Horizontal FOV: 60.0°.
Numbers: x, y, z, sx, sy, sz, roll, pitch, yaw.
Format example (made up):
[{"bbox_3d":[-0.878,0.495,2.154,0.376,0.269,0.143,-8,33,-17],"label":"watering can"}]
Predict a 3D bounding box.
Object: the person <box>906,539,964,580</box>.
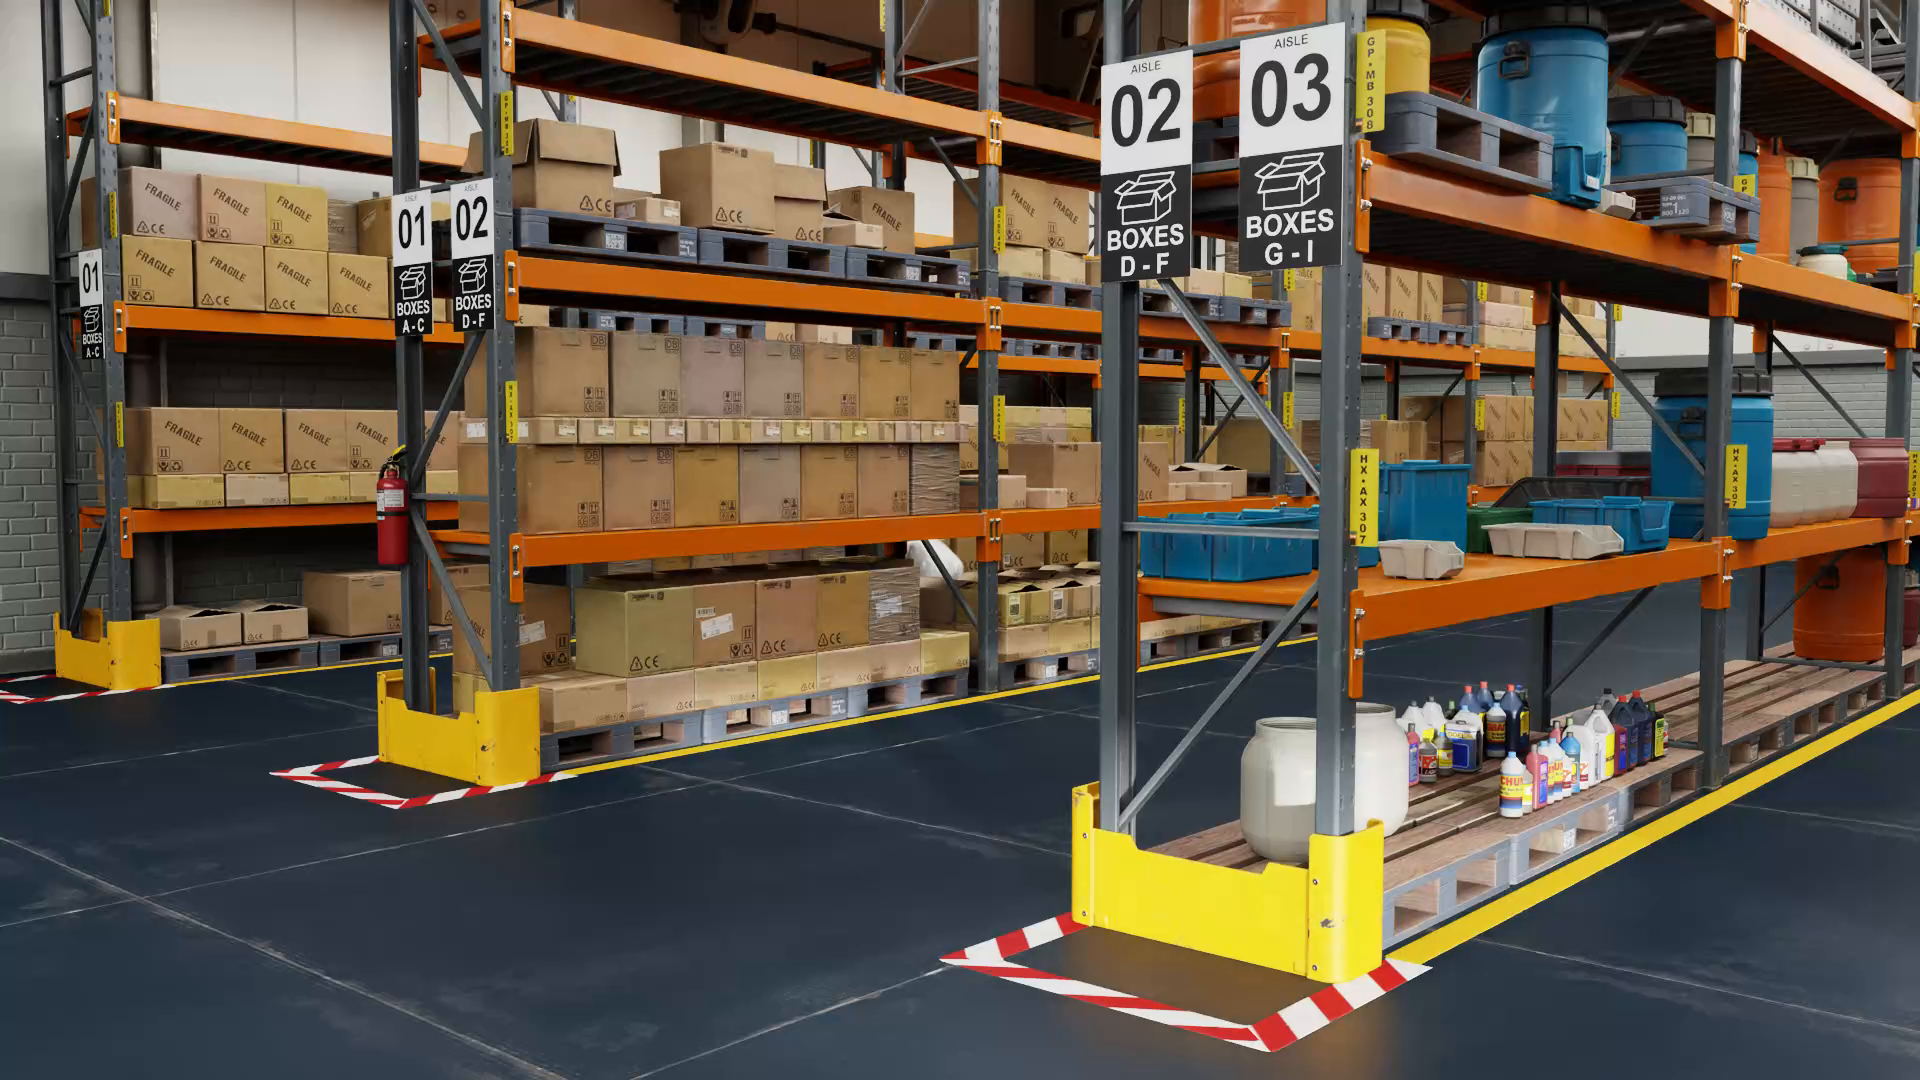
[{"bbox_3d":[-0.423,0.308,16.787,0.902,1.008,0.540,3,5,40],"label":"person"}]
